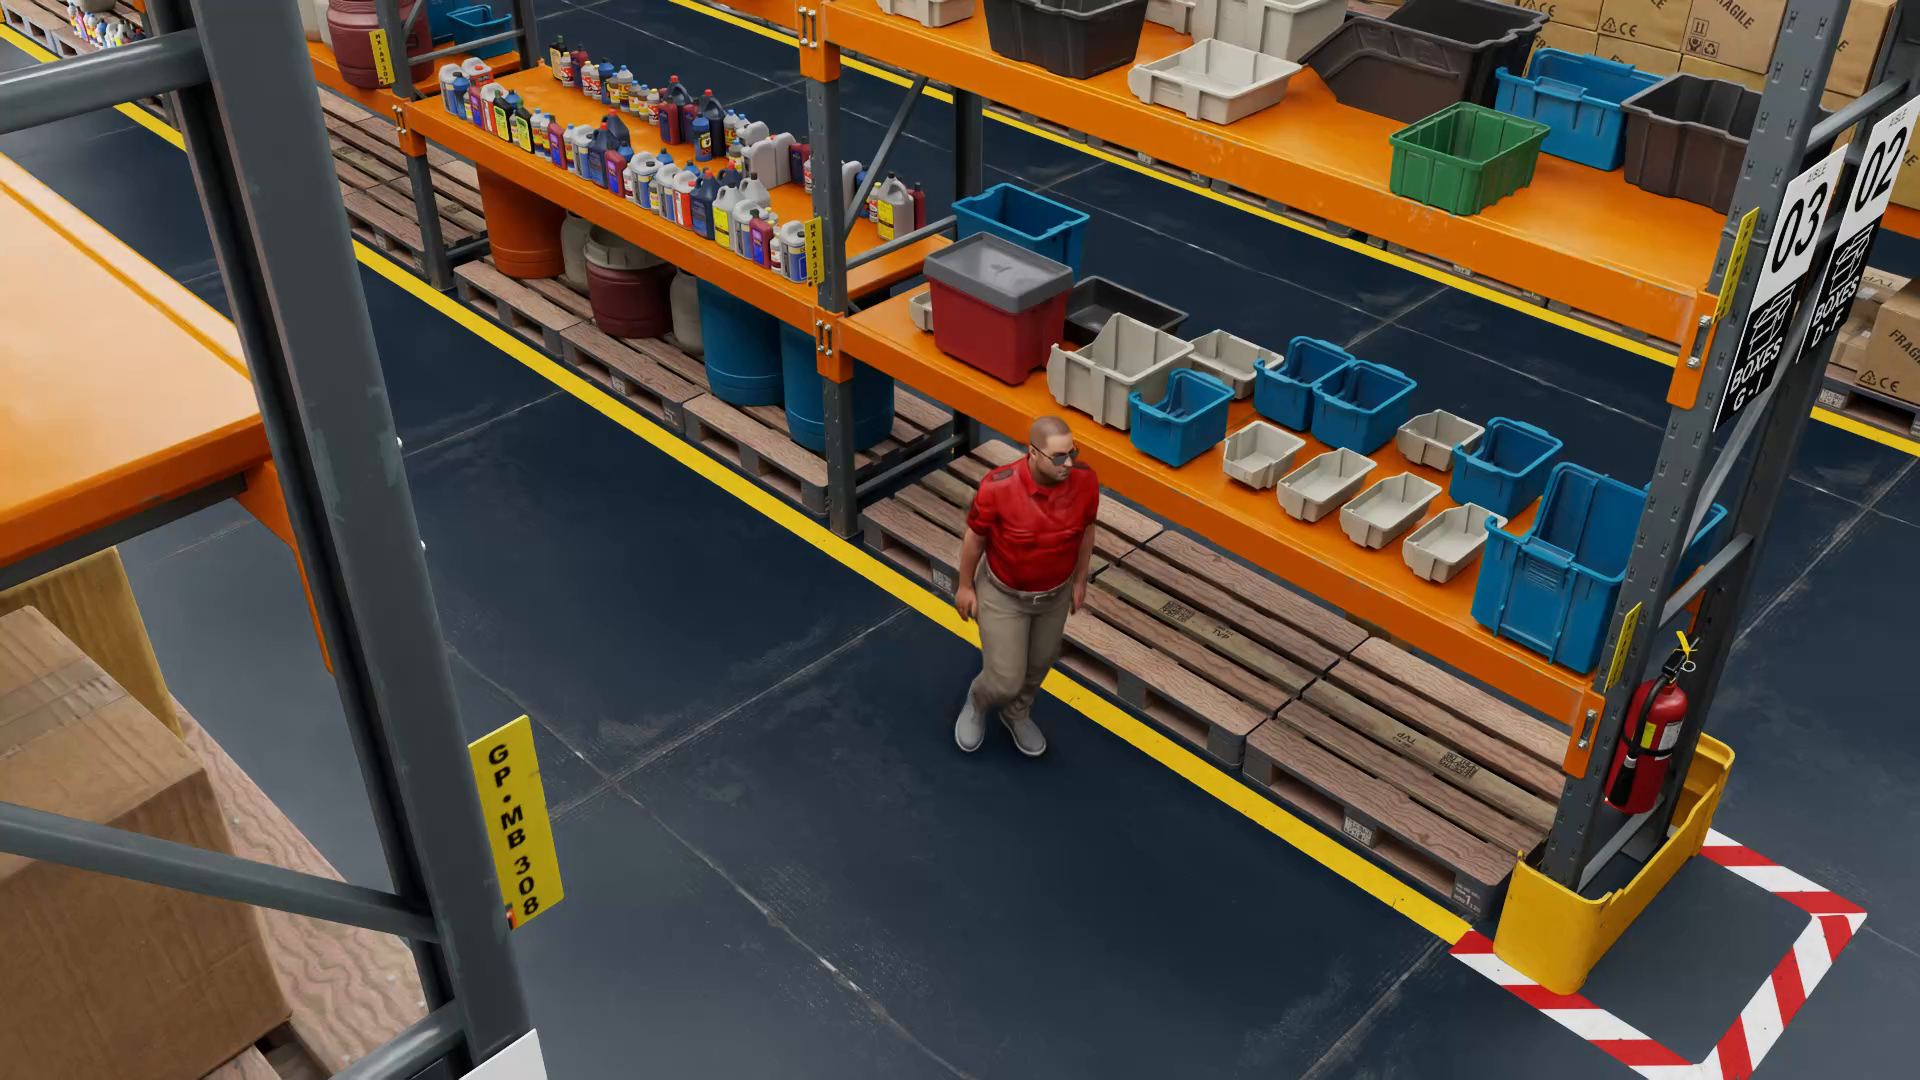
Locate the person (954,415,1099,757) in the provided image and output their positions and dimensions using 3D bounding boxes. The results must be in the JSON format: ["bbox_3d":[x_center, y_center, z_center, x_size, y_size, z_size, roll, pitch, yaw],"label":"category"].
[{"bbox_3d":[0.270,0.198,6.868,0.584,1.714,0.467,-14,38,-19],"label":"person"}]
